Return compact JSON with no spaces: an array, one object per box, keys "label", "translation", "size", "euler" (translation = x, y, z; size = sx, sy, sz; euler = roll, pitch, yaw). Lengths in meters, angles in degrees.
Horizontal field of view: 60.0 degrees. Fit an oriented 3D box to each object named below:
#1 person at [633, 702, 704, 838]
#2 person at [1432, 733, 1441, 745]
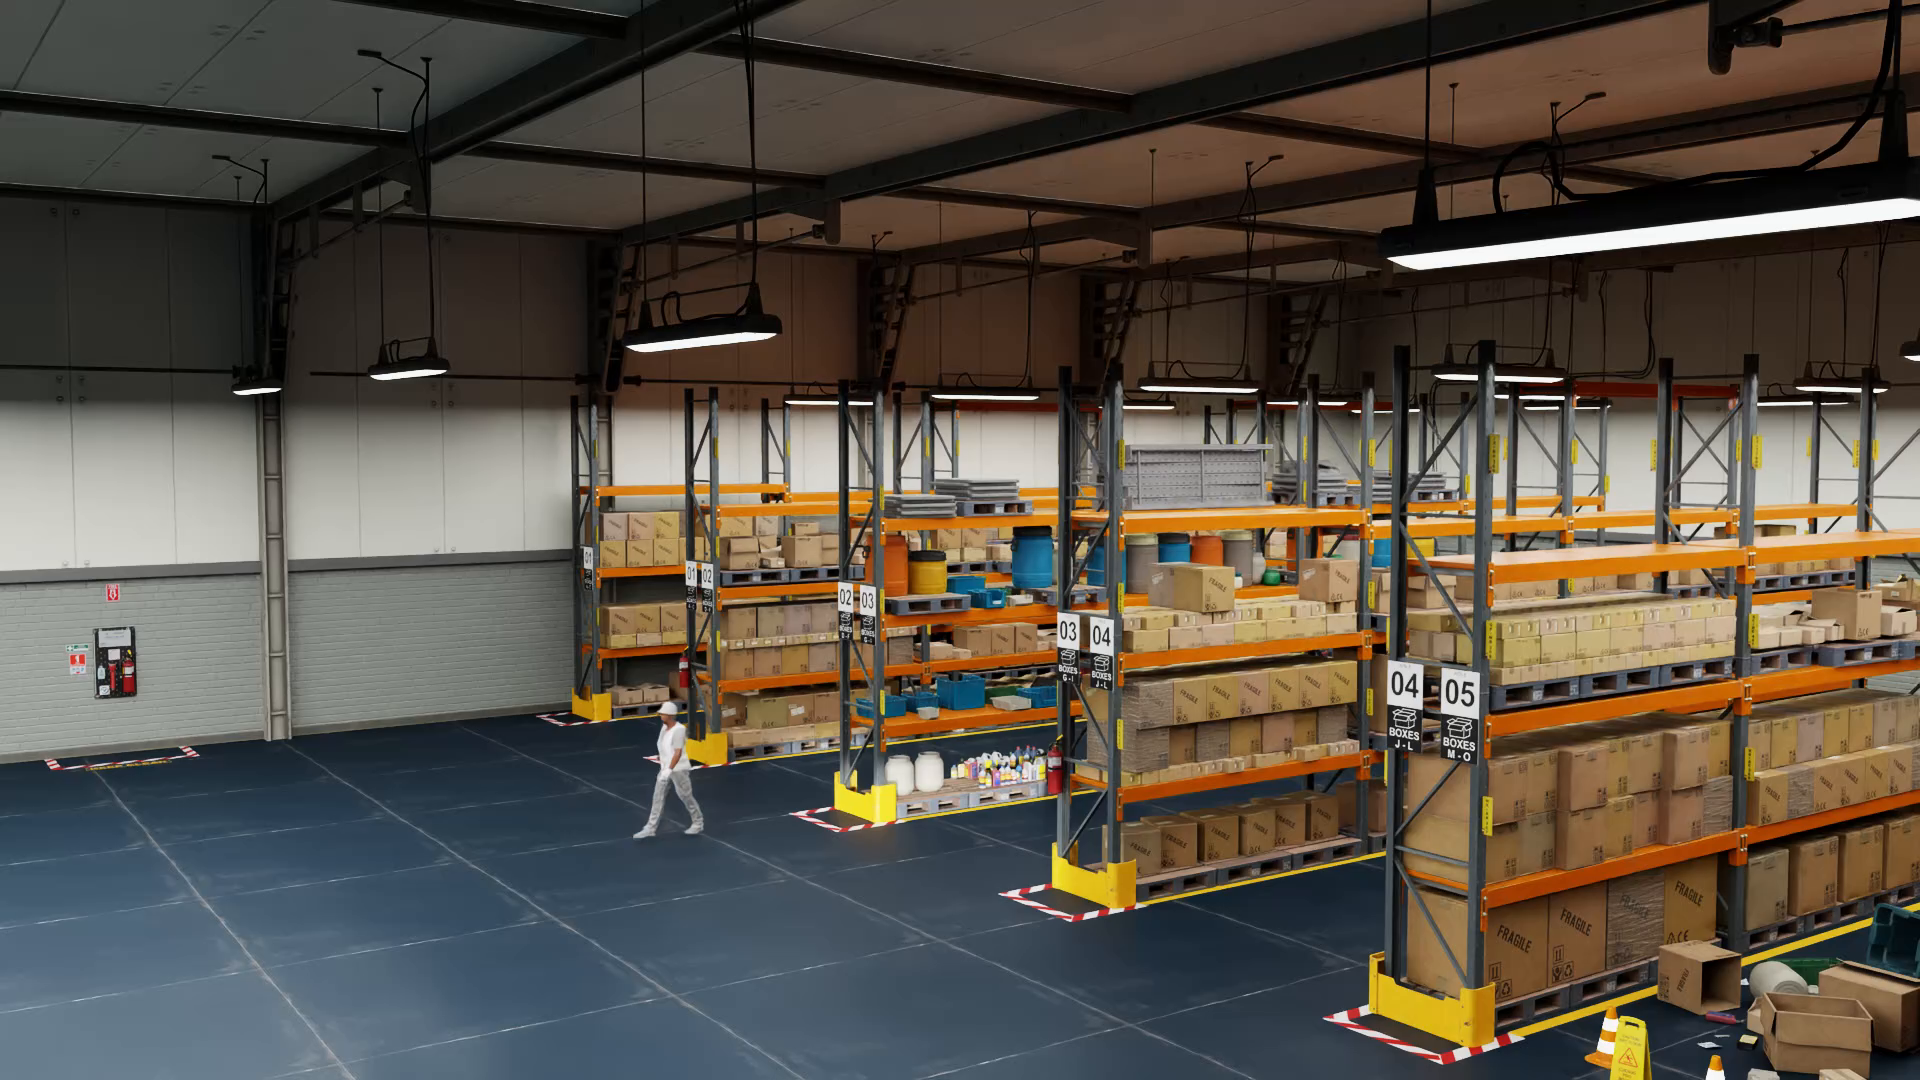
[{"label":"person","translation":[-3.784,2.968,21.515],"size":[0.969,1.737,0.581],"euler":[-3,4,-39]},{"label":"person","translation":[5.747,3.121,19.924],"size":[0.880,1.637,0.500],"euler":[-1,4,-22]}]
